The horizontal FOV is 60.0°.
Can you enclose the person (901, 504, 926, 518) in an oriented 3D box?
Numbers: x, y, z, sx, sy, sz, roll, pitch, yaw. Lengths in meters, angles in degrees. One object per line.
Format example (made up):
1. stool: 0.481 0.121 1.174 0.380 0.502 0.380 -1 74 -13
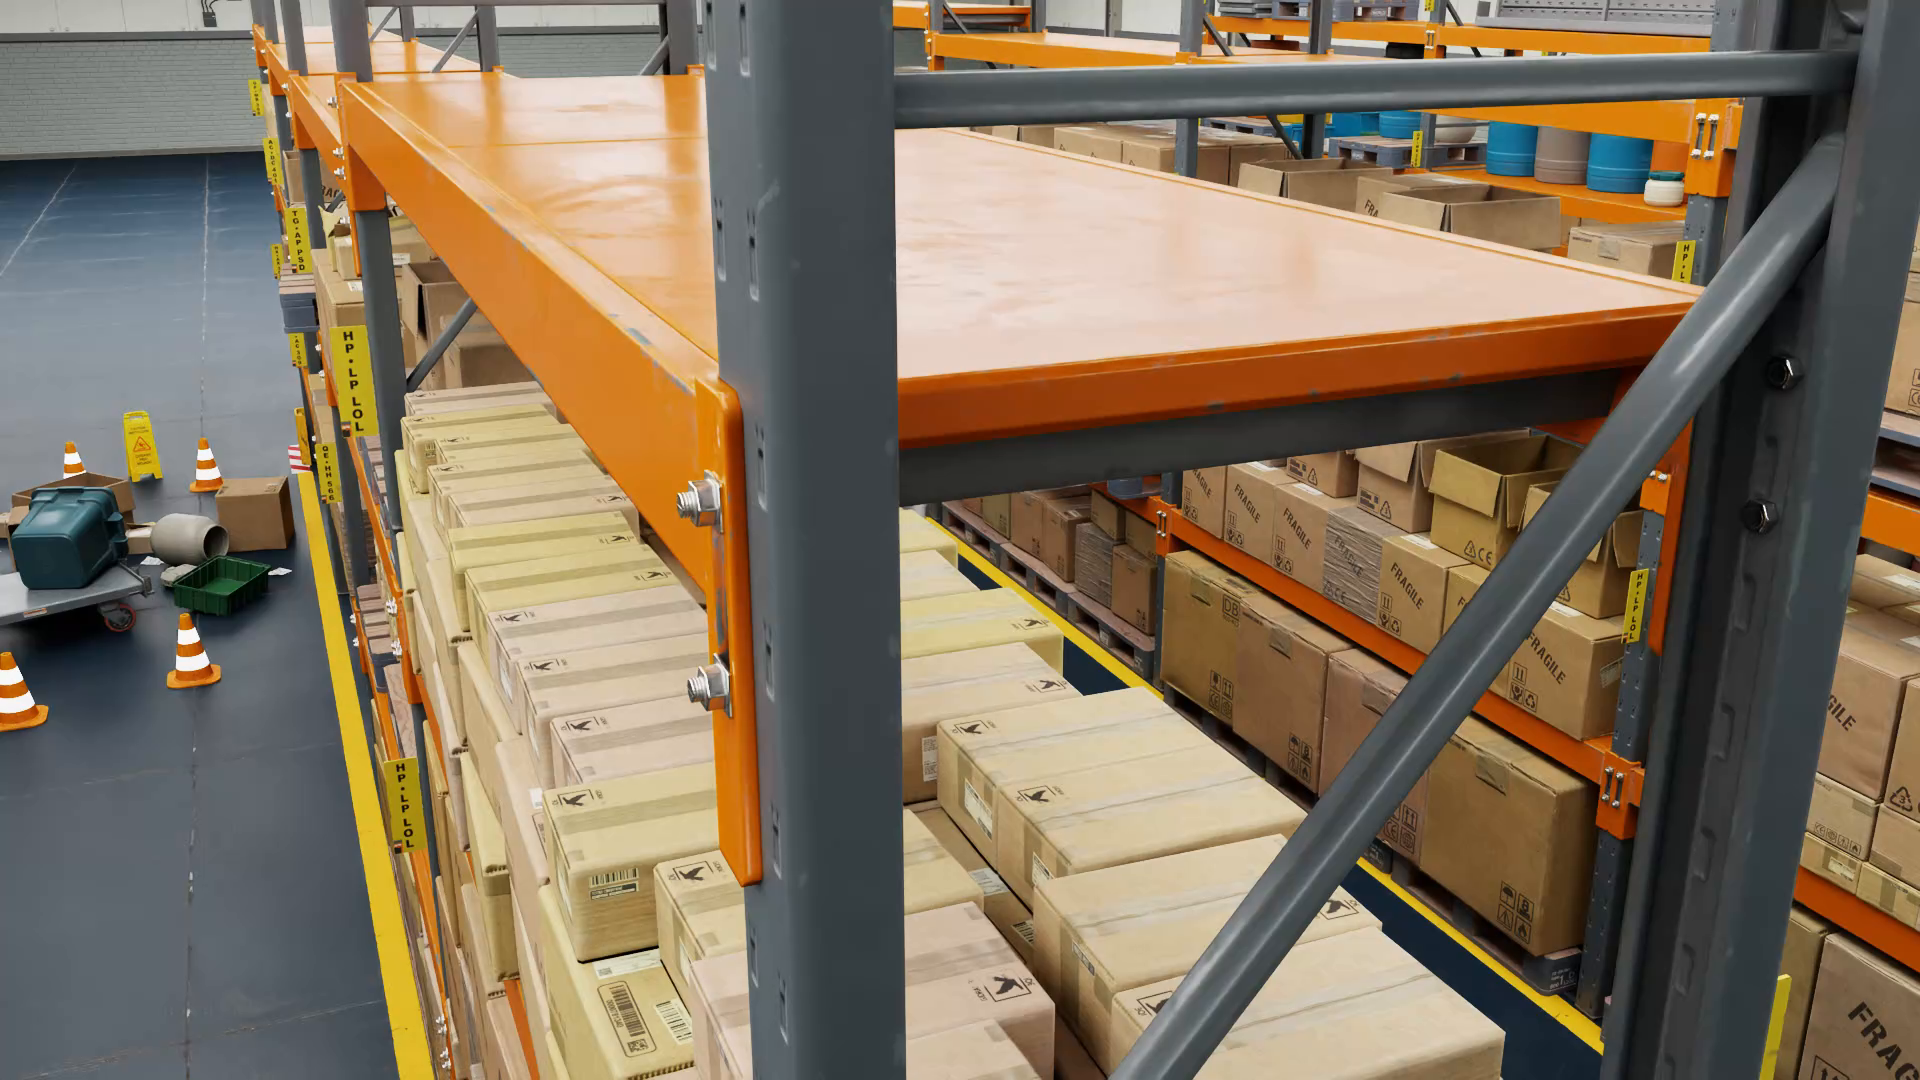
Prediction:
1. person: -0.381 0.148 11.226 0.410 1.722 0.450 -8 20 -21
